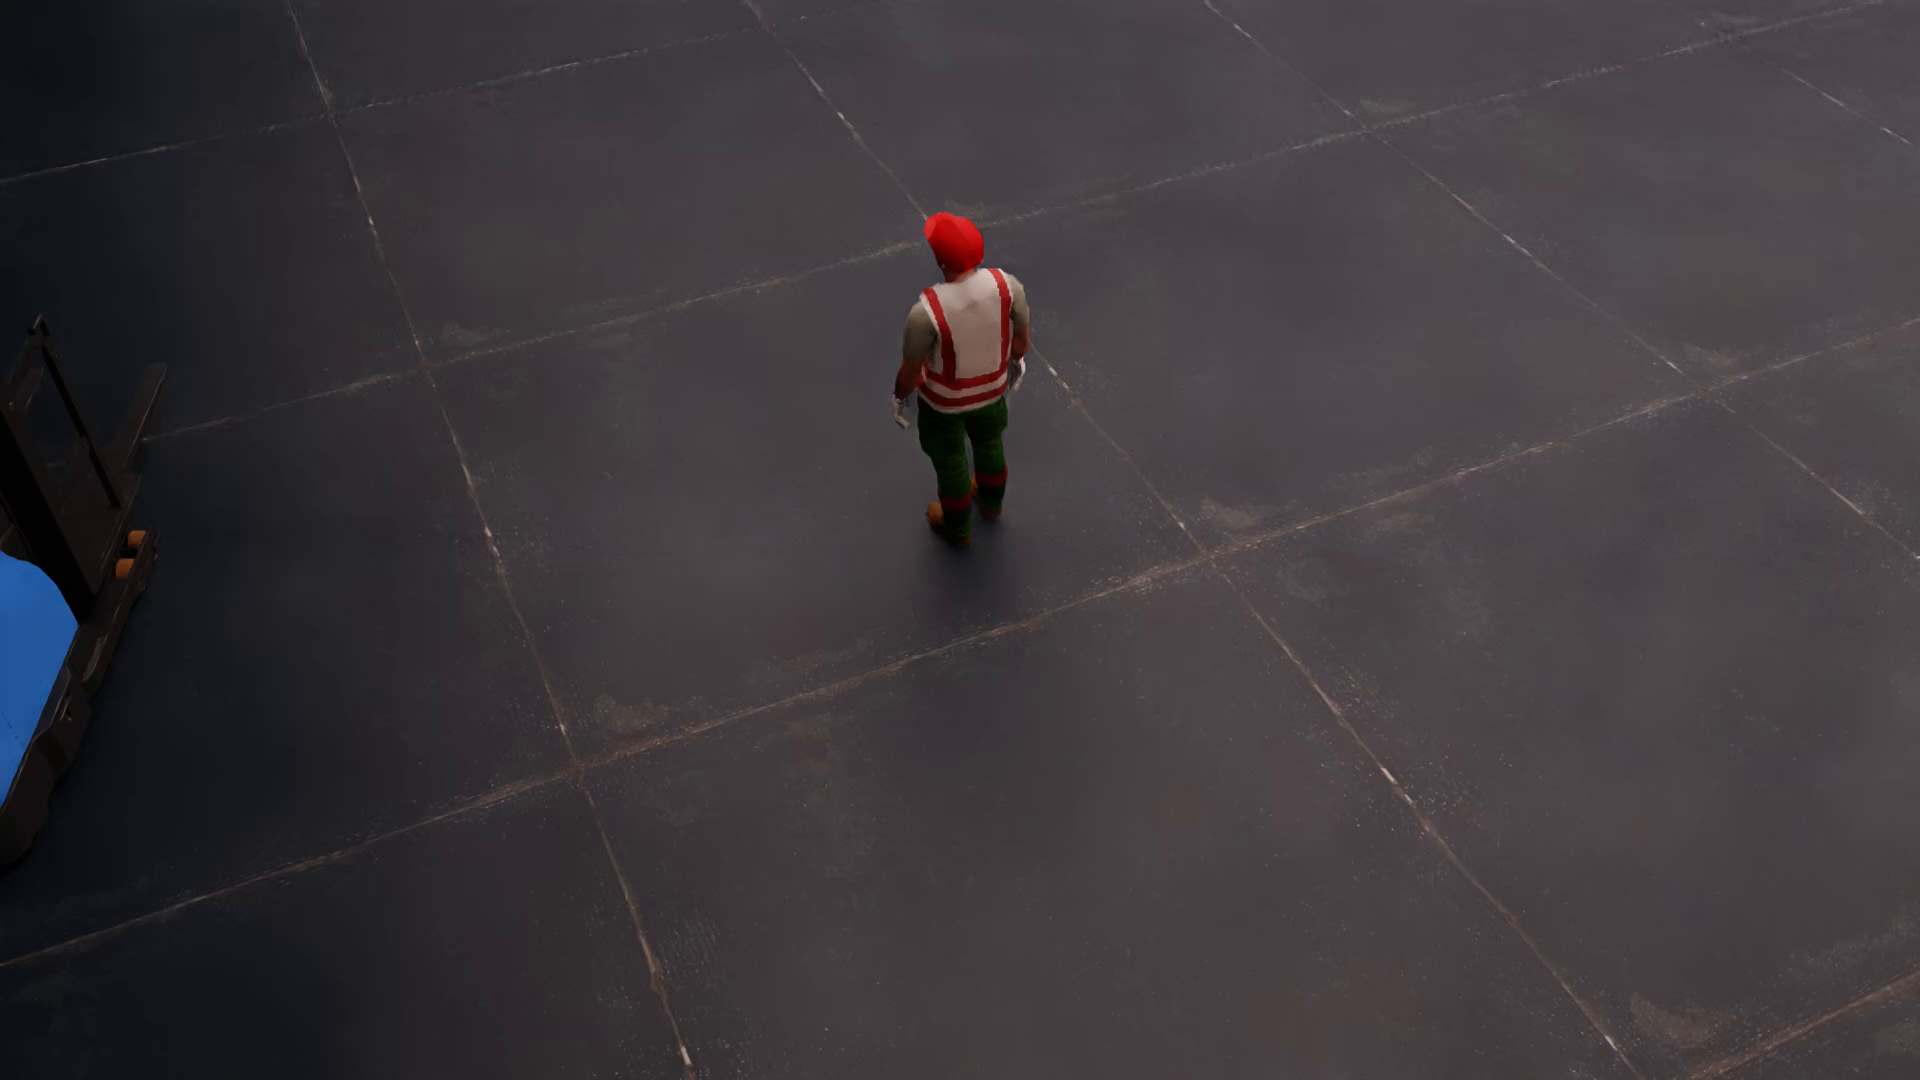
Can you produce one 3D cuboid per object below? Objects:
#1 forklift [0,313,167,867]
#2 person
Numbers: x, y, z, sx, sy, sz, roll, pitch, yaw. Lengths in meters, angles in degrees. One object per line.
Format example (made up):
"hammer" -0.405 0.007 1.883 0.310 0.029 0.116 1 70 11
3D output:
"forklift" -4.251 -0.765 6.500 1.130 2.935 3.031 -3 43 -4
"person" -0.024 -0.712 7.270 0.637 1.787 0.563 -18 46 -18
